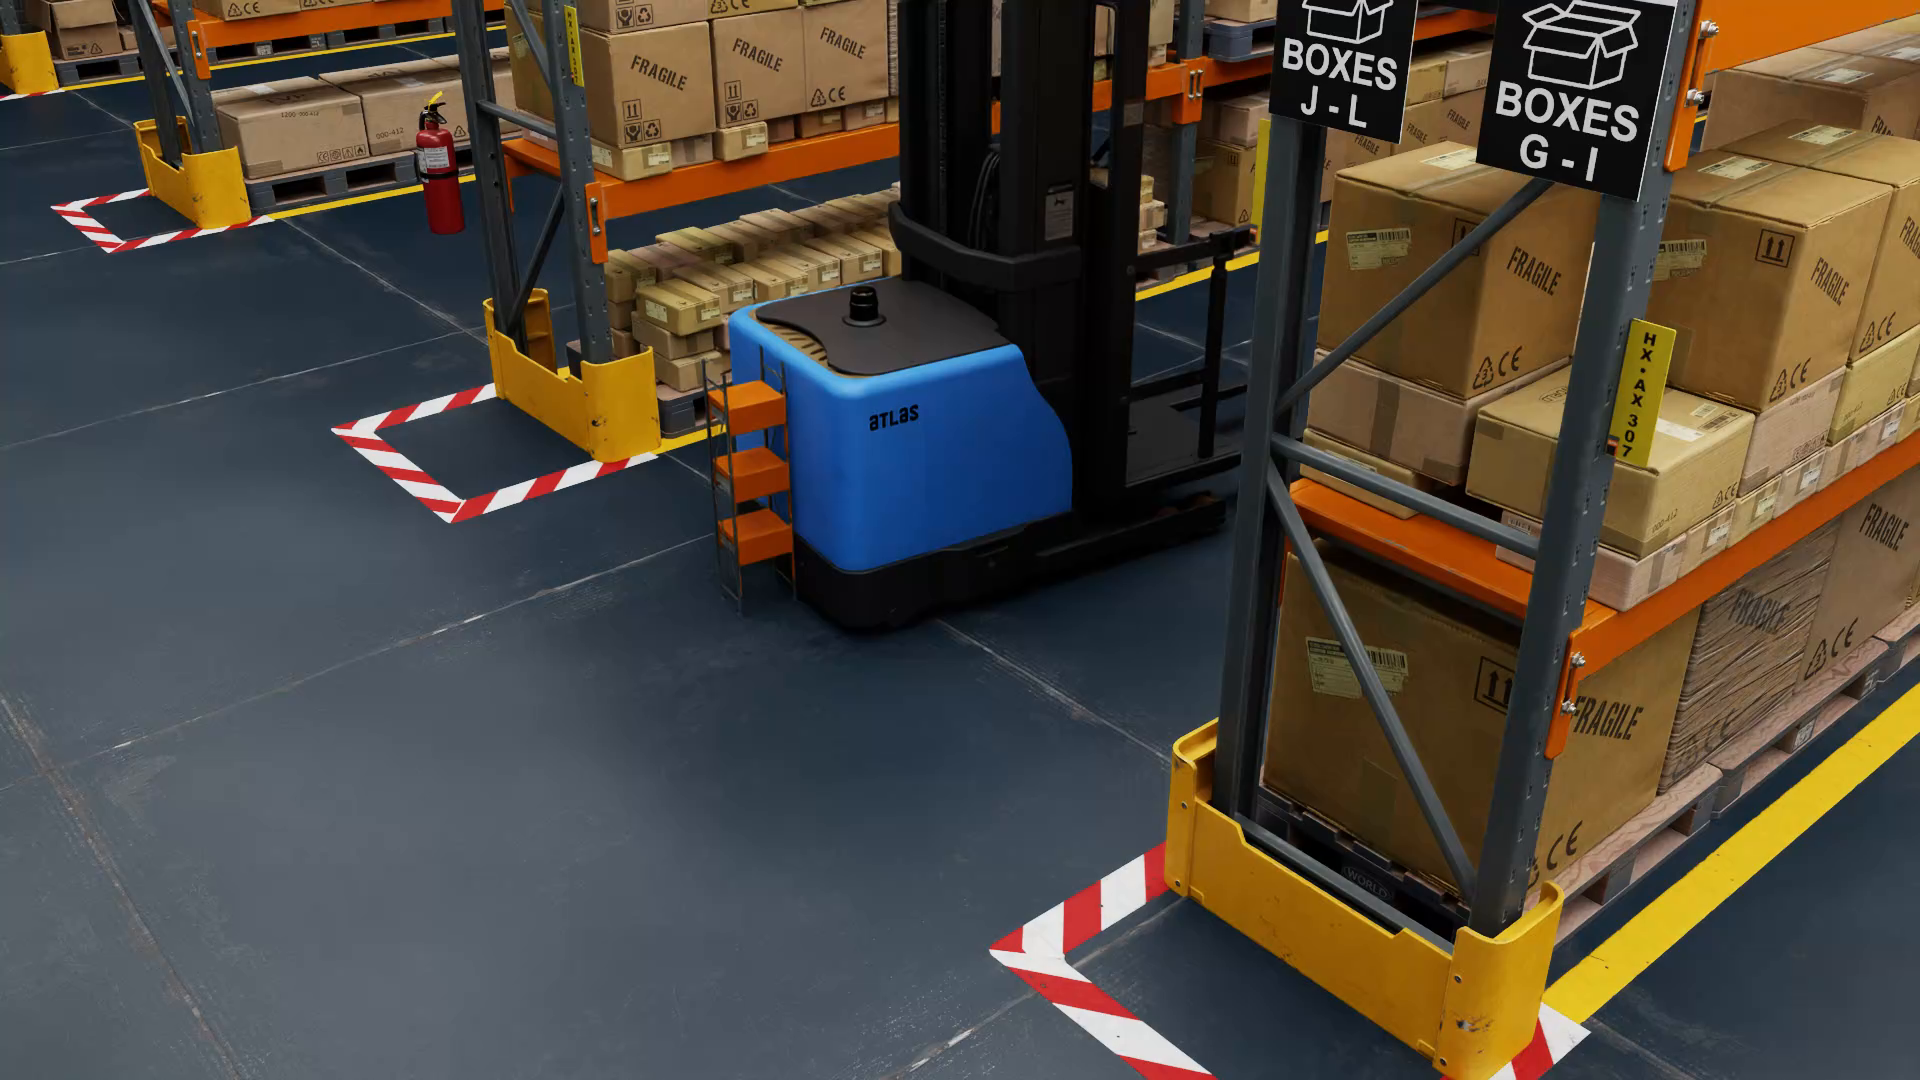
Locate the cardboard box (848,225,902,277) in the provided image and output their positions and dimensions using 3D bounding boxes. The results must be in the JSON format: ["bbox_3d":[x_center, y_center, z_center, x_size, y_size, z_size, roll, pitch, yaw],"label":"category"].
[{"bbox_3d":[-0.391,-1.554,8.923,0.250,0.149,0.380,-21,35,-34],"label":"cardboard box"}]

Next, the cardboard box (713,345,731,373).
[{"bbox_3d":[-1.246,-0.998,8.515,0.250,0.149,0.380,-22,35,-35],"label":"cardboard box"}]

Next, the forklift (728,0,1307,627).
[{"bbox_3d":[0.567,-1.462,6.877,3.031,2.935,1.130,-17,32,-28],"label":"forklift"}]

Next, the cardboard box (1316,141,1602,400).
[{"bbox_3d":[1.344,-0.745,4.510,0.500,0.500,0.500,-21,35,-34],"label":"cardboard box"}]

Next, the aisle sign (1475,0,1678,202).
[{"bbox_3d":[1.284,-1.123,3.411,0.004,0.787,0.394,-22,35,-35],"label":"aisle sign"}]

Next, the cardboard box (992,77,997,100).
[{"bbox_3d":[-0.016,-2.456,8.930,0.250,0.149,0.380,-23,35,-36],"label":"cardboard box"}]

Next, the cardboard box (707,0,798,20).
[{"bbox_3d":[-1.105,-2.731,7.694,0.500,0.500,0.500,-21,34,-34],"label":"cardboard box"}]

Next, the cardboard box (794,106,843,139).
[{"bbox_3d":[-0.802,-2.145,8.347,0.250,0.149,0.380,-22,35,-35],"label":"cardboard box"}]

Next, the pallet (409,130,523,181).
[{"bbox_3d":[-3.803,-3.073,12.777,1.213,0.211,1.003,-22,35,-35],"label":"pallet"}]

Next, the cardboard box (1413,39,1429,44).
[{"bbox_3d":[3.020,-3.497,12.022,0.500,0.250,0.500,-22,35,-35],"label":"cardboard box"}]

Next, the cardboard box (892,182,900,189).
[{"bbox_3d":[-0.191,-2.004,9.765,0.250,0.149,0.380,-21,35,-34],"label":"cardboard box"}]

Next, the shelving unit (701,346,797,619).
[{"bbox_3d":[-0.822,-0.218,6.544,0.252,1.050,0.215,-17,32,-28],"label":"shelving unit"}]

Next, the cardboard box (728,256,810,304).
[{"bbox_3d":[-0.973,-1.303,8.453,0.250,0.149,0.380,-22,35,-35],"label":"cardboard box"}]

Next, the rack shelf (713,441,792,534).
[{"bbox_3d":[-0.822,-0.209,6.549,0.240,0.259,0.215,-17,32,-28],"label":"rack shelf"}]

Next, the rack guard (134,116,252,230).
[{"bbox_3d":[-5.306,-2.550,11.491,0.348,0.500,1.175,-22,35,-35],"label":"rack guard"}]

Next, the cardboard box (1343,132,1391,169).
[{"bbox_3d":[2.570,-2.680,11.290,0.500,0.500,0.500,-21,35,-34],"label":"cardboard box"}]

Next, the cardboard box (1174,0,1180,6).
[{"bbox_3d":[1.218,-3.406,10.262,0.250,0.149,0.380,-23,36,-36],"label":"cardboard box"}]

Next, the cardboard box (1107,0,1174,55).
[{"bbox_3d":[0.860,-3.065,9.381,0.500,0.500,0.500,-22,35,-35],"label":"cardboard box"}]

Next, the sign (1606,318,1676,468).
[{"bbox_3d":[1.500,-0.322,3.668,0.005,0.325,0.100,-22,35,-35],"label":"sign"}]

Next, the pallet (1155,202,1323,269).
[{"bbox_3d":[1.636,-2.148,11.045,1.213,0.211,1.003,-22,35,-35],"label":"pallet"}]

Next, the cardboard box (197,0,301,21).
[{"bbox_3d":[-4.736,-3.747,10.974,0.500,0.500,0.500,-22,35,-35],"label":"cardboard box"}]

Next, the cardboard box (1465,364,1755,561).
[{"bbox_3d":[1.684,-0.221,4.325,0.500,0.250,0.500,-23,36,-36],"label":"cardboard box"}]

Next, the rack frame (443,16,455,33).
[{"bbox_3d":[-5.469,-6.662,16.533,0.127,3.000,1.000,-22,35,-35],"label":"rack frame"}]

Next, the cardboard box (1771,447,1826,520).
[{"bbox_3d":[2.215,-0.223,4.752,0.250,0.149,0.380,-23,35,-36],"label":"cardboard box"}]

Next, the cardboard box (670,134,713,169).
[{"bbox_3d":[-1.372,-1.879,7.850,0.250,0.149,0.380,-20,34,-33],"label":"cardboard box"}]

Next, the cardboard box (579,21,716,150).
[{"bbox_3d":[-1.477,-2.129,7.630,0.500,0.500,0.500,-20,34,-33],"label":"cardboard box"}]

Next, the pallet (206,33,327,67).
[{"bbox_3d":[-6.921,-4.847,16.096,1.213,0.211,1.003,-22,35,-35],"label":"pallet"}]

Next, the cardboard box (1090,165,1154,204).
[{"bbox_3d":[0.943,-2.127,9.996,0.250,0.149,0.380,-21,34,-34],"label":"cardboard box"}]

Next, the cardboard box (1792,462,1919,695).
[{"bbox_3d":[2.948,-0.129,6.118,0.875,0.875,0.875,-22,35,-35],"label":"cardboard box"}]

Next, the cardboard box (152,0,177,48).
[{"bbox_3d":[-7.310,-4.922,15.483,0.500,0.500,0.700,-20,34,-33],"label":"cardboard box"}]

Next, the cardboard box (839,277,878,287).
[{"bbox_3d":[-0.654,-1.368,8.890,0.250,0.149,0.380,-24,36,-37],"label":"cardboard box"}]

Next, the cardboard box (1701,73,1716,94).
[{"bbox_3d":[5.981,-4.264,13.987,0.750,0.750,1.050,-22,35,-35],"label":"cardboard box"}]

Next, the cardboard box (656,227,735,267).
[{"bbox_3d":[-1.417,-1.540,8.896,0.250,0.149,0.380,-23,36,-36],"label":"cardboard box"}]

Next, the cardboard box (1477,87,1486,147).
[{"bbox_3d":[3.757,-3.150,12.169,0.500,0.500,0.500,-22,35,-35],"label":"cardboard box"}]

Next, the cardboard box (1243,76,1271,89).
[{"bbox_3d":[2.182,-2.848,10.807,0.500,0.250,0.500,-21,34,-34],"label":"cardboard box"}]

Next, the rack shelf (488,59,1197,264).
[{"bbox_3d":[-0.477,-2.210,8.966,4.000,0.370,1.077,-22,35,-35],"label":"rack shelf"}]

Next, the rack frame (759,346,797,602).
[{"bbox_3d":[-0.719,-0.249,6.602,0.008,1.050,0.200,-17,32,-28],"label":"rack frame"}]

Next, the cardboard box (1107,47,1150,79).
[{"bbox_3d":[0.854,-2.739,9.460,0.250,0.149,0.380,-23,36,-36],"label":"cardboard box"}]

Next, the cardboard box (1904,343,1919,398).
[{"bbox_3d":[2.854,-0.696,5.214,0.500,0.250,0.500,-23,36,-36],"label":"cardboard box"}]

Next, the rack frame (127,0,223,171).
[{"bbox_3d":[-5.288,-3.659,10.915,0.127,3.000,1.000,-22,35,-35],"label":"rack frame"}]

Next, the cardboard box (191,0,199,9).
[{"bbox_3d":[-5.093,-3.946,11.345,0.500,0.500,0.500,-22,35,-35],"label":"cardboard box"}]

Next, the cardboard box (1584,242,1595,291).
[{"bbox_3d":[2.114,-0.725,5.268,0.500,0.250,0.500,-23,36,-37],"label":"cardboard box"}]

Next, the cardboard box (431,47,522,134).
[{"bbox_3d":[-3.473,-3.511,12.910,0.875,0.438,0.875,-23,36,-36],"label":"cardboard box"}]

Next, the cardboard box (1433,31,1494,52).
[{"bbox_3d":[3.738,-3.473,11.977,0.500,0.250,0.500,-23,36,-36],"label":"cardboard box"}]

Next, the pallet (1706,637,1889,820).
[{"bbox_3d":[2.629,0.480,6.128,1.213,0.211,1.003,-22,35,-35],"label":"pallet"}]

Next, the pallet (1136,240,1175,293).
[{"bbox_3d":[0.557,-1.691,10.191,1.213,0.211,1.003,-22,35,-35],"label":"pallet"}]

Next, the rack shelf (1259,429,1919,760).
[{"bbox_3d":[2.666,-0.401,5.580,4.000,0.370,1.077,-22,35,-35],"label":"rack shelf"}]

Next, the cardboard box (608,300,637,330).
[{"bbox_3d":[-1.782,-1.238,8.648,0.250,0.149,0.380,-23,36,-36],"label":"cardboard box"}]

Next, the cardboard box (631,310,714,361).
[{"bbox_3d":[-1.433,-1.043,8.282,0.250,0.149,0.380,-20,34,-33],"label":"cardboard box"}]

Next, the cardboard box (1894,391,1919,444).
[{"bbox_3d":[2.798,-0.457,5.188,0.250,0.149,0.380,-23,36,-36],"label":"cardboard box"}]

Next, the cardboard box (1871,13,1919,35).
[{"bbox_3d":[3.657,-1.671,6.242,0.500,0.500,0.500,-22,35,-35],"label":"cardboard box"}]

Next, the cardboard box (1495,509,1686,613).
[{"bbox_3d":[1.628,0.014,4.307,0.250,0.149,0.380,-21,35,-34],"label":"cardboard box"}]

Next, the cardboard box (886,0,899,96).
[{"bbox_3d":[-0.322,-2.605,8.521,0.500,0.500,0.500,-23,36,-36],"label":"cardboard box"}]

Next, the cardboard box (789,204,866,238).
[{"bbox_3d":[-0.738,-1.739,9.270,0.250,0.149,0.380,-23,36,-36],"label":"cardboard box"}]
